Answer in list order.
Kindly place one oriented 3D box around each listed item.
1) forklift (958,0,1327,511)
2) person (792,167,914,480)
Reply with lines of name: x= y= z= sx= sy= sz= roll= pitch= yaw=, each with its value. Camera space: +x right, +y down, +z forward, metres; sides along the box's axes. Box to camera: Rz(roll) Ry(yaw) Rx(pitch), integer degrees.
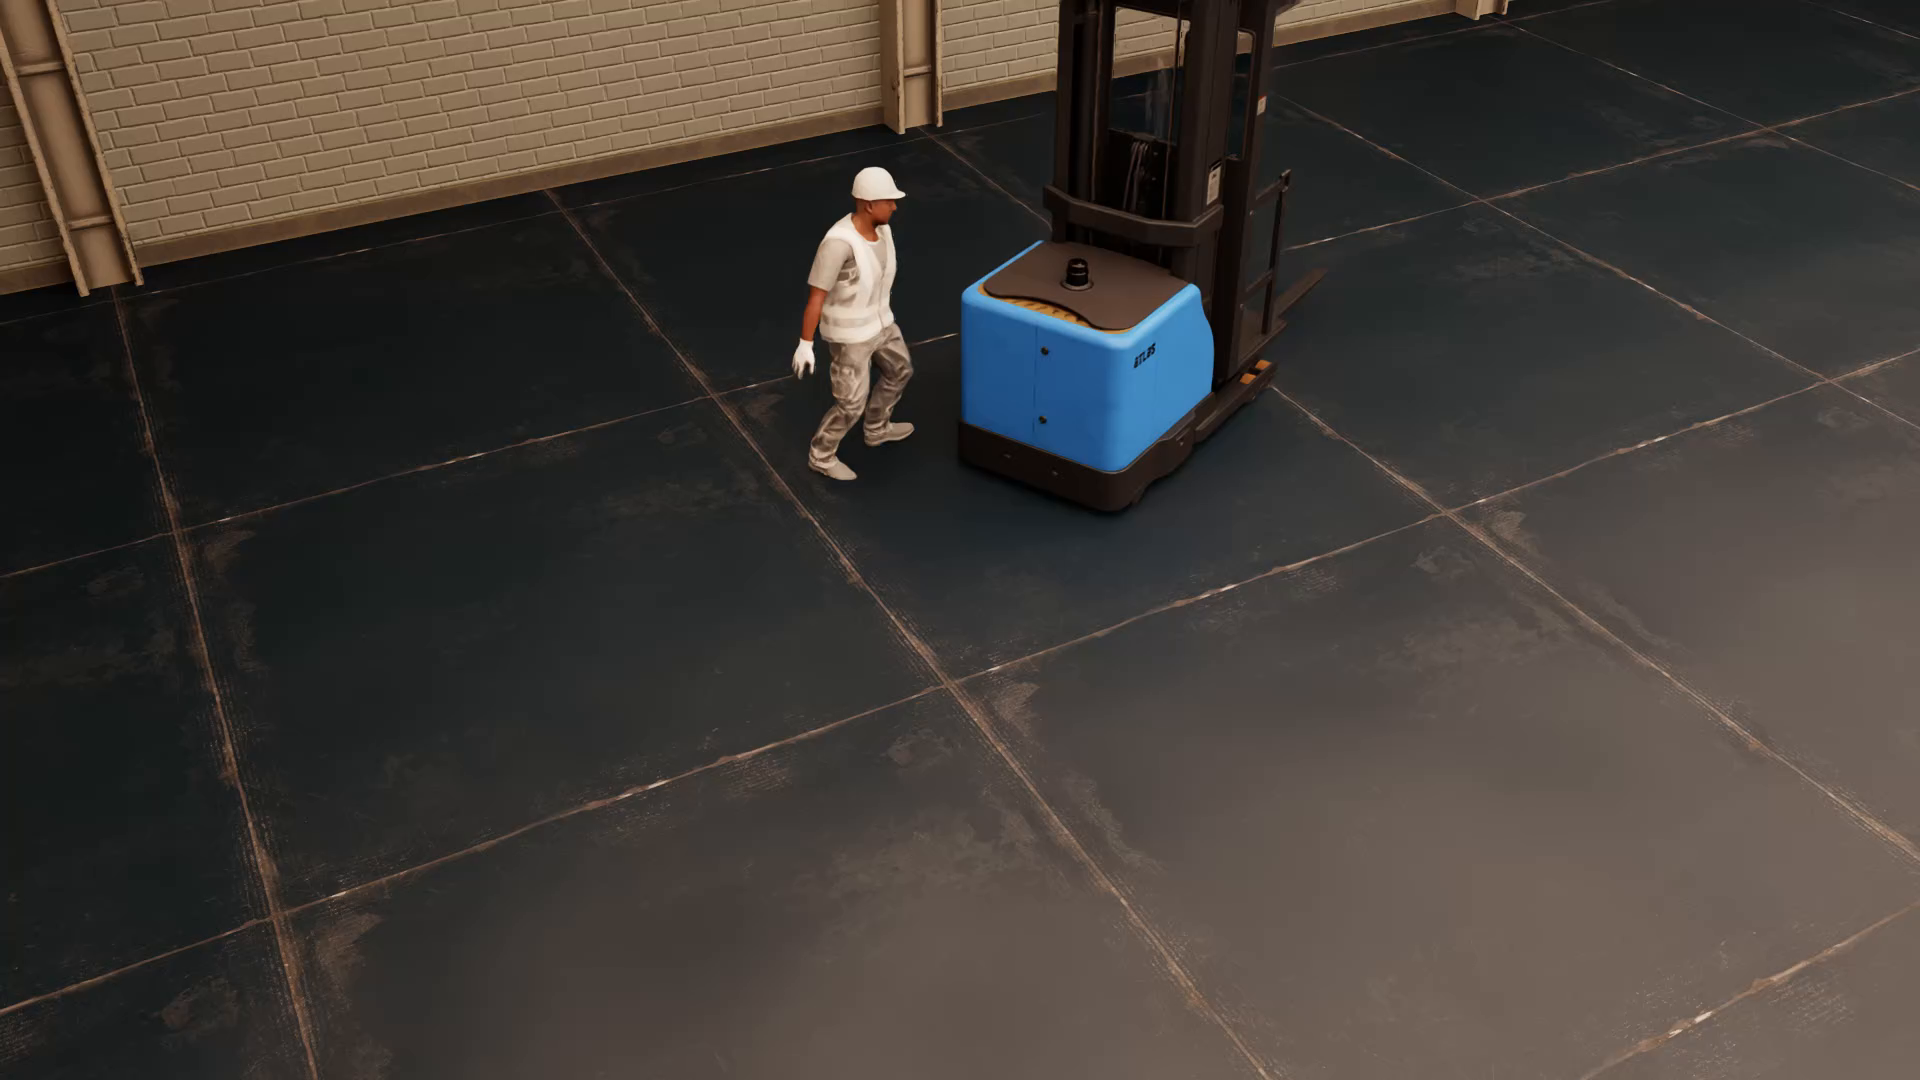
forklift: x=1.239 y=-2.155 z=9.172 sx=1.130 sy=2.935 sz=3.031 roll=22 pitch=41 yaw=28
person: x=-0.561 y=-1.110 z=8.774 sx=0.473 sy=1.749 sz=0.904 roll=18 pitch=39 yaw=24
